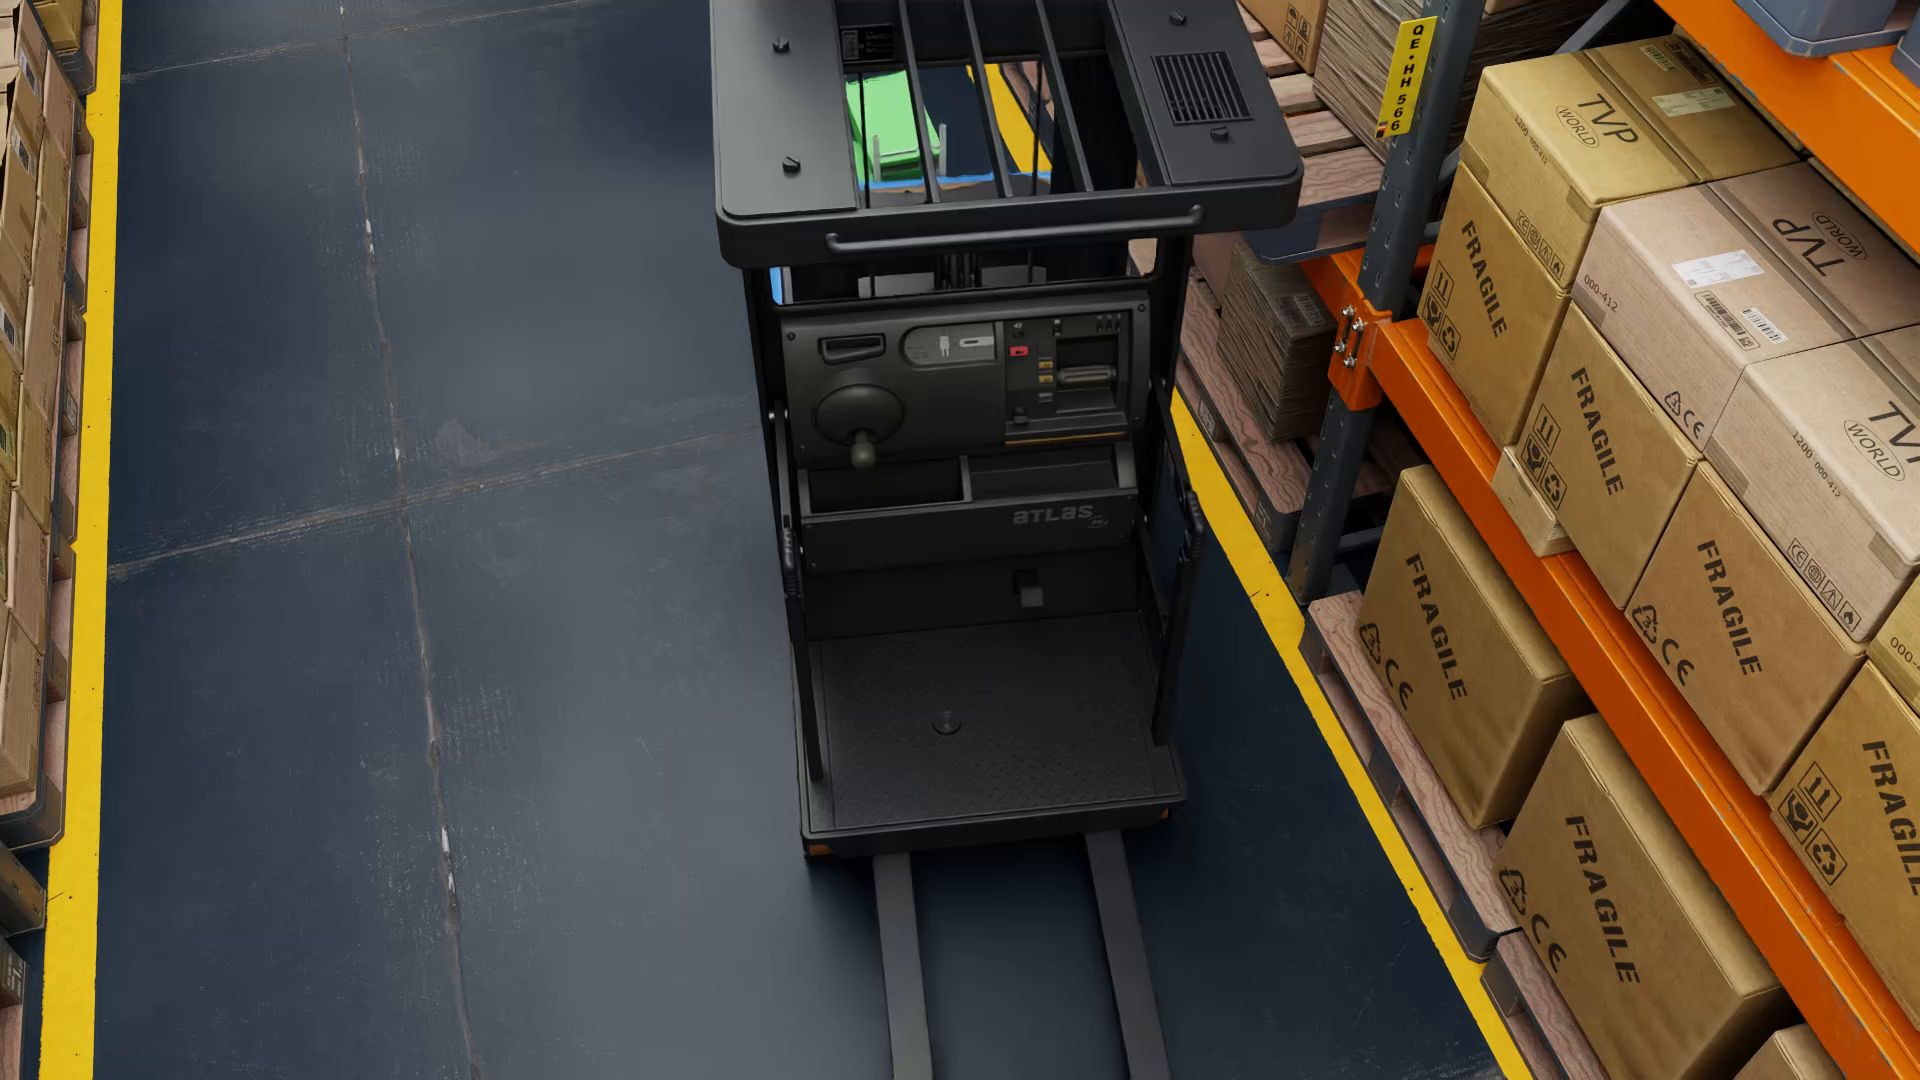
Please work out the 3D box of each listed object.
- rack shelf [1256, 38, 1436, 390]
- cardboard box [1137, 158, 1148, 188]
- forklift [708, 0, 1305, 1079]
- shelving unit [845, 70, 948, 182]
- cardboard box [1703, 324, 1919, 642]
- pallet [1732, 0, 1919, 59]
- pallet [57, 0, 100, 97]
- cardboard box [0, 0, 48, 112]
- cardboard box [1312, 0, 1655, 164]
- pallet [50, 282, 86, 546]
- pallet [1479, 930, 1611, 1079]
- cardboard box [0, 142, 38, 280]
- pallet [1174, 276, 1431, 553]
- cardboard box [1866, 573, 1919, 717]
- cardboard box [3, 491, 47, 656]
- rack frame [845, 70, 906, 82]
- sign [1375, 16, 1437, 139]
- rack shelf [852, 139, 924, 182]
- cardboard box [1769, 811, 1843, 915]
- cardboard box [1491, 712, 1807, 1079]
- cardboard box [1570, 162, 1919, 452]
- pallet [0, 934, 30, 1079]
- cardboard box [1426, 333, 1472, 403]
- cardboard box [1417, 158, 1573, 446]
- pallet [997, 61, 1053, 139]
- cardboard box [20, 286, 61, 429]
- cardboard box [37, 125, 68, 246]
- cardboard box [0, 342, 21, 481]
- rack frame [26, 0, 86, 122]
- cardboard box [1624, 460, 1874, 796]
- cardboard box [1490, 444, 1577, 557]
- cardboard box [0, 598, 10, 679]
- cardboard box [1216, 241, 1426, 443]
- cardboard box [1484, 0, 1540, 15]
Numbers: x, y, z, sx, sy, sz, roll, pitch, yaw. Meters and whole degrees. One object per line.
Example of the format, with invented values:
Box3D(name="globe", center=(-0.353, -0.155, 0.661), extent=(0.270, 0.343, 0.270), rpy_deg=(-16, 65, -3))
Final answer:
Box3D(name="rack shelf", center=(1.004, -2.126, 6.051), extent=(1.077, 0.370, 4.000), rpy_deg=(-13, 51, -11))
Box3D(name="cardboard box", center=(1.117, -1.506, 6.405), extent=(0.700, 0.500, 0.500), rpy_deg=(-14, 51, -11))
Box3D(name="forklift", center=(0.049, -0.298, 4.084), extent=(1.130, 2.935, 3.031), rpy_deg=(-5, 50, -4))
Box3D(name="shelving unit", center=(-0.227, -1.098, 5.891), extent=(0.258, 1.200, 0.503), rpy_deg=(-12, 51, -10))
Box3D(name="cardboard box", center=(1.795, -0.127, 3.132), extent=(0.500, 0.250, 0.500), rpy_deg=(-13, 51, -11))
Box3D(name="pallet", center=(1.836, -1.345, 3.084), extent=(1.213, 0.211, 1.003), rpy_deg=(-11, 51, -9))
Box3D(name="pallet", center=(-4.514, -2.388, 7.625), extent=(1.003, 0.211, 1.213), rpy_deg=(-13, 51, -11))
Box3D(name="cardboard box", center=(-3.925, -1.895, 6.542), extent=(0.500, 0.311, 0.500), rpy_deg=(-13, 51, -11))
Box3D(name="cardboard box", center=(1.447, -1.412, 4.626), extent=(0.700, 0.500, 0.500), rpy_deg=(-19, 52, -15))
Box3D(name="pallet", center=(-3.699, -0.375, 5.928), extent=(1.003, 0.211, 1.213), rpy_deg=(-13, 51, -11))
Box3D(name="pallet", center=(2.114, 1.484, 4.361), extent=(1.003, 0.211, 1.213), rpy_deg=(-13, 51, -11))
Box3D(name="cardboard box", center=(-3.620, -1.151, 5.916), extent=(0.500, 0.311, 0.500), rpy_deg=(-13, 51, -11))
Box3D(name="pallet", center=(1.366, -0.570, 6.092), extent=(1.003, 0.211, 1.213), rpy_deg=(-13, 51, -11))
Box3D(name="cardboard box", center=(1.952, 0.244, 2.819), extent=(0.500, 0.250, 0.500), rpy_deg=(-14, 51, -12))
Box3D(name="cardboard box", center=(-3.159, 0.161, 5.176), extent=(0.500, 0.250, 0.500), rpy_deg=(-15, 51, -12))
Box3D(name="rack frame", center=(-0.290, -1.278, 6.043), extent=(0.240, 1.200, 0.015), rpy_deg=(-12, 51, -10))
Box3D(name="sign", center=(1.080, -1.115, 4.023), extent=(0.100, 0.325, 0.005), rpy_deg=(-13, 51, -11))
Box3D(name="rack shelf", center=(-0.227, -1.212, 5.757), extent=(0.258, 0.148, 0.480), rpy_deg=(-12, 51, -10))
Box3D(name="cardboard box", center=(1.935, 0.588, 3.444), extent=(0.380, 0.149, 0.250), rpy_deg=(-13, 51, -11))
Box3D(name="cardboard box", center=(1.940, 0.868, 4.188), extent=(0.750, 0.750, 0.750), rpy_deg=(-14, 51, -11))
Box3D(name="cardboard box", center=(1.643, -0.491, 3.439), extent=(0.500, 0.250, 0.500), rpy_deg=(-14, 51, -11))
Box3D(name="pallet", center=(-2.951, 1.678, 4.197), extent=(1.003, 0.211, 1.213), rpy_deg=(-13, 51, -11))
Box3D(name="cardboard box", center=(1.471, -0.530, 4.386), extent=(0.380, 0.149, 0.250), rpy_deg=(-14, 51, -12))
Box3D(name="cardboard box", center=(1.495, -0.619, 4.037), extent=(0.500, 0.500, 0.500), rpy_deg=(-12, 51, -10))
Box3D(name="pallet", center=(0.644, -2.352, 7.594), extent=(1.003, 0.211, 1.213), rpy_deg=(-13, 51, -11))
Box3D(name="cardboard box", center=(-3.470, -0.592, 5.811), extent=(0.500, 0.250, 0.500), rpy_deg=(-12, 51, -10))
Box3D(name="cardboard box", center=(-3.771, -1.338, 6.440), extent=(0.500, 0.250, 0.500), rpy_deg=(-14, 51, -12))
Box3D(name="cardboard box", center=(-3.322, -0.408, 5.289), extent=(0.500, 0.311, 0.500), rpy_deg=(-15, 51, -12))
Box3D(name="rack frame", center=(-4.319, -2.696, 6.061), extent=(1.000, 3.000, 0.127), rpy_deg=(-13, 51, -11))
Box3D(name="cardboard box", center=(1.786, 0.128, 3.407), extent=(0.500, 0.500, 0.500), rpy_deg=(-14, 51, -11))
Box3D(name="cardboard box", center=(1.535, -0.131, 4.049), extent=(0.380, 0.149, 0.250), rpy_deg=(-12, 51, -10))
Box3D(name="cardboard box", center=(-3.010, 0.347, 4.653), extent=(0.500, 0.311, 0.500), rpy_deg=(-12, 51, -10))
Box3D(name="cardboard box", center=(1.333, -0.747, 5.765), extent=(0.700, 0.500, 0.500), rpy_deg=(-13, 51, -10))
Box3D(name="cardboard box", center=(1.465, -1.526, 4.297), extent=(0.380, 0.149, 0.250), rpy_deg=(-19, 53, -16))
